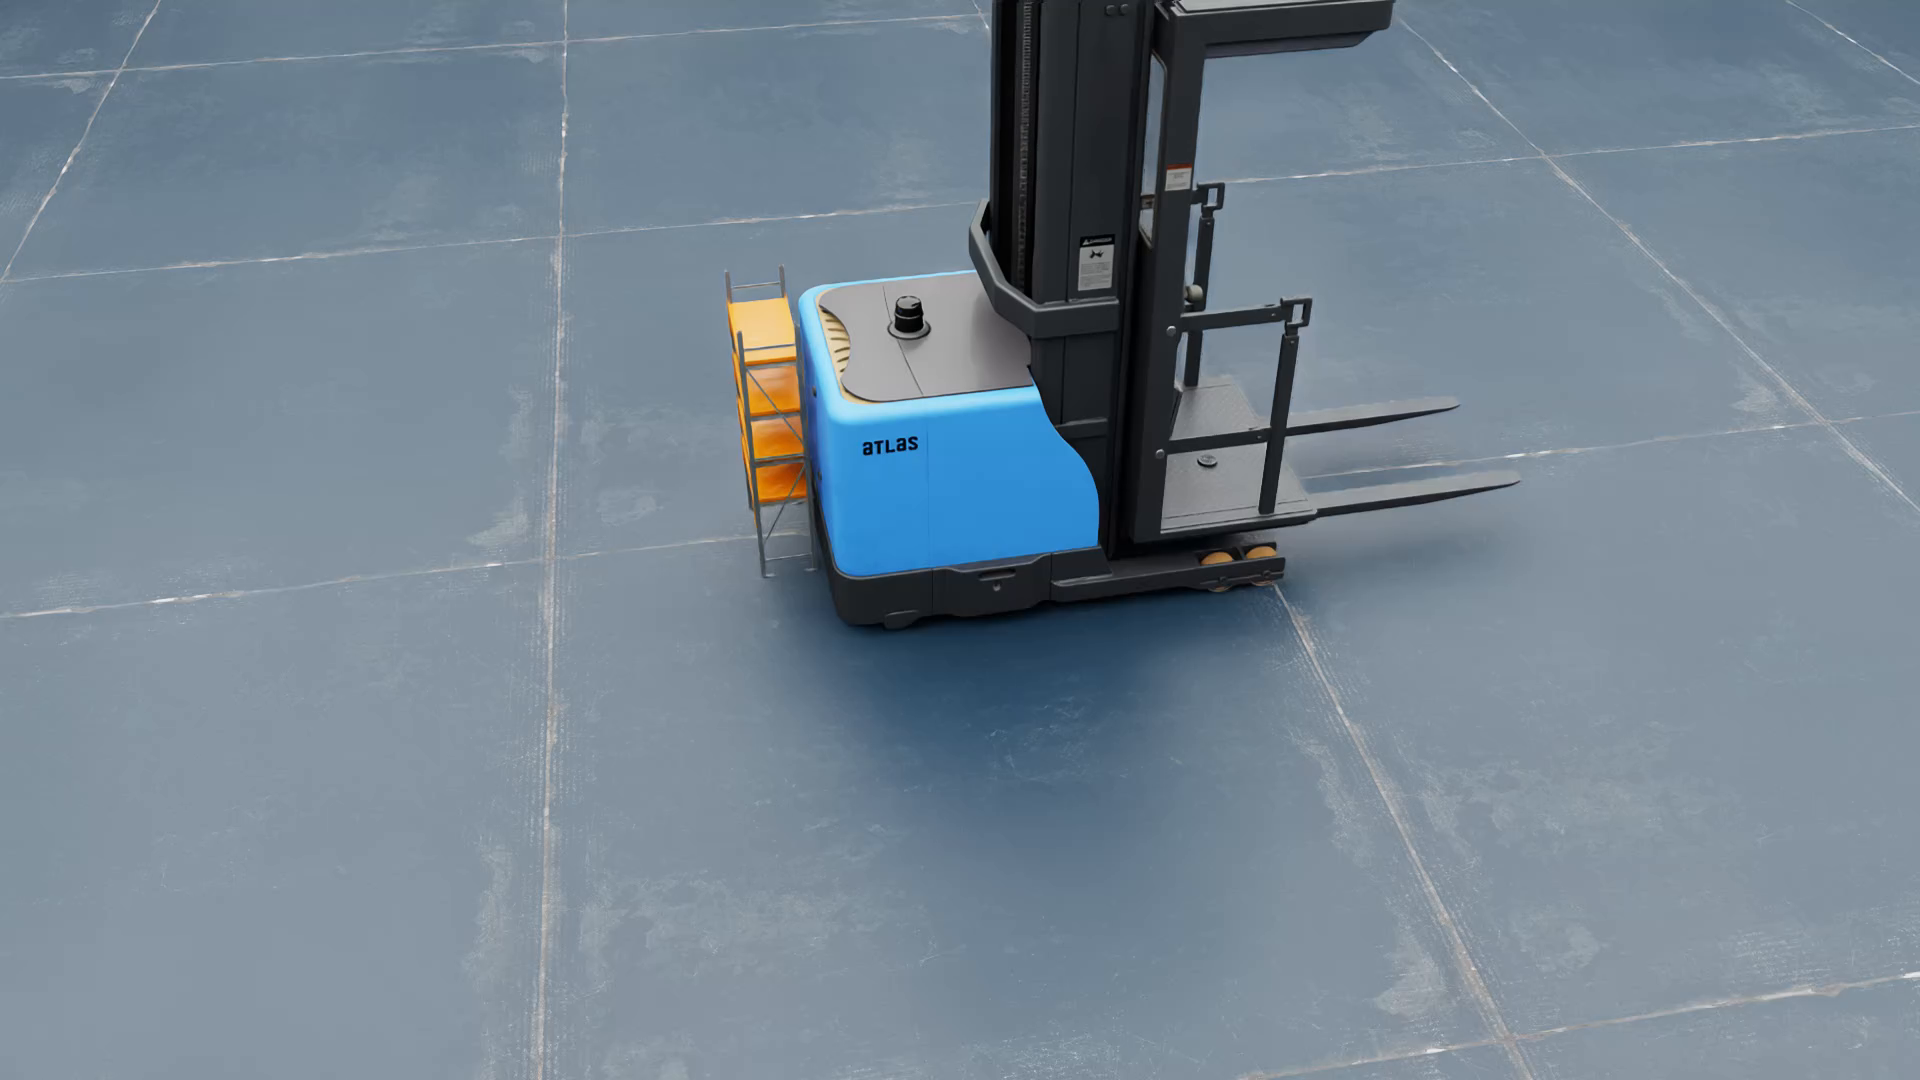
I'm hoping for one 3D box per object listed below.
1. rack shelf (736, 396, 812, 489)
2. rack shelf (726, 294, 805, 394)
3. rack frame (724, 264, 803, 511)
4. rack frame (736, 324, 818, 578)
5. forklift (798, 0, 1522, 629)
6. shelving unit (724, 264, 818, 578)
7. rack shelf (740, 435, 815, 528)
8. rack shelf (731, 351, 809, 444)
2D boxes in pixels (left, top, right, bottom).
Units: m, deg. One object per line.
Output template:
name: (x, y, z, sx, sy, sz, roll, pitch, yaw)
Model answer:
rack shelf: (-0.776, -0.425, 6.927, 0.258, 0.148, 0.480, -8, 38, -9)
rack shelf: (-0.779, -0.788, 6.644, 0.258, 0.148, 0.480, -8, 38, -9)
rack frame: (-0.827, -0.624, 7.074, 0.240, 1.200, 0.015, -8, 38, -9)
rack frame: (-0.727, -0.331, 6.697, 0.240, 1.200, 0.015, -8, 38, -9)
forklift: (0.893, -1.251, 6.471, 3.031, 2.935, 1.130, -7, 38, -9)
shelving unit: (-0.777, -0.478, 6.885, 0.258, 1.200, 0.503, -8, 38, -9)
rack shelf: (-0.775, -0.268, 7.049, 0.258, 0.148, 0.480, -8, 38, -9)
rack shelf: (-0.778, -0.601, 6.789, 0.258, 0.148, 0.480, -8, 38, -9)
